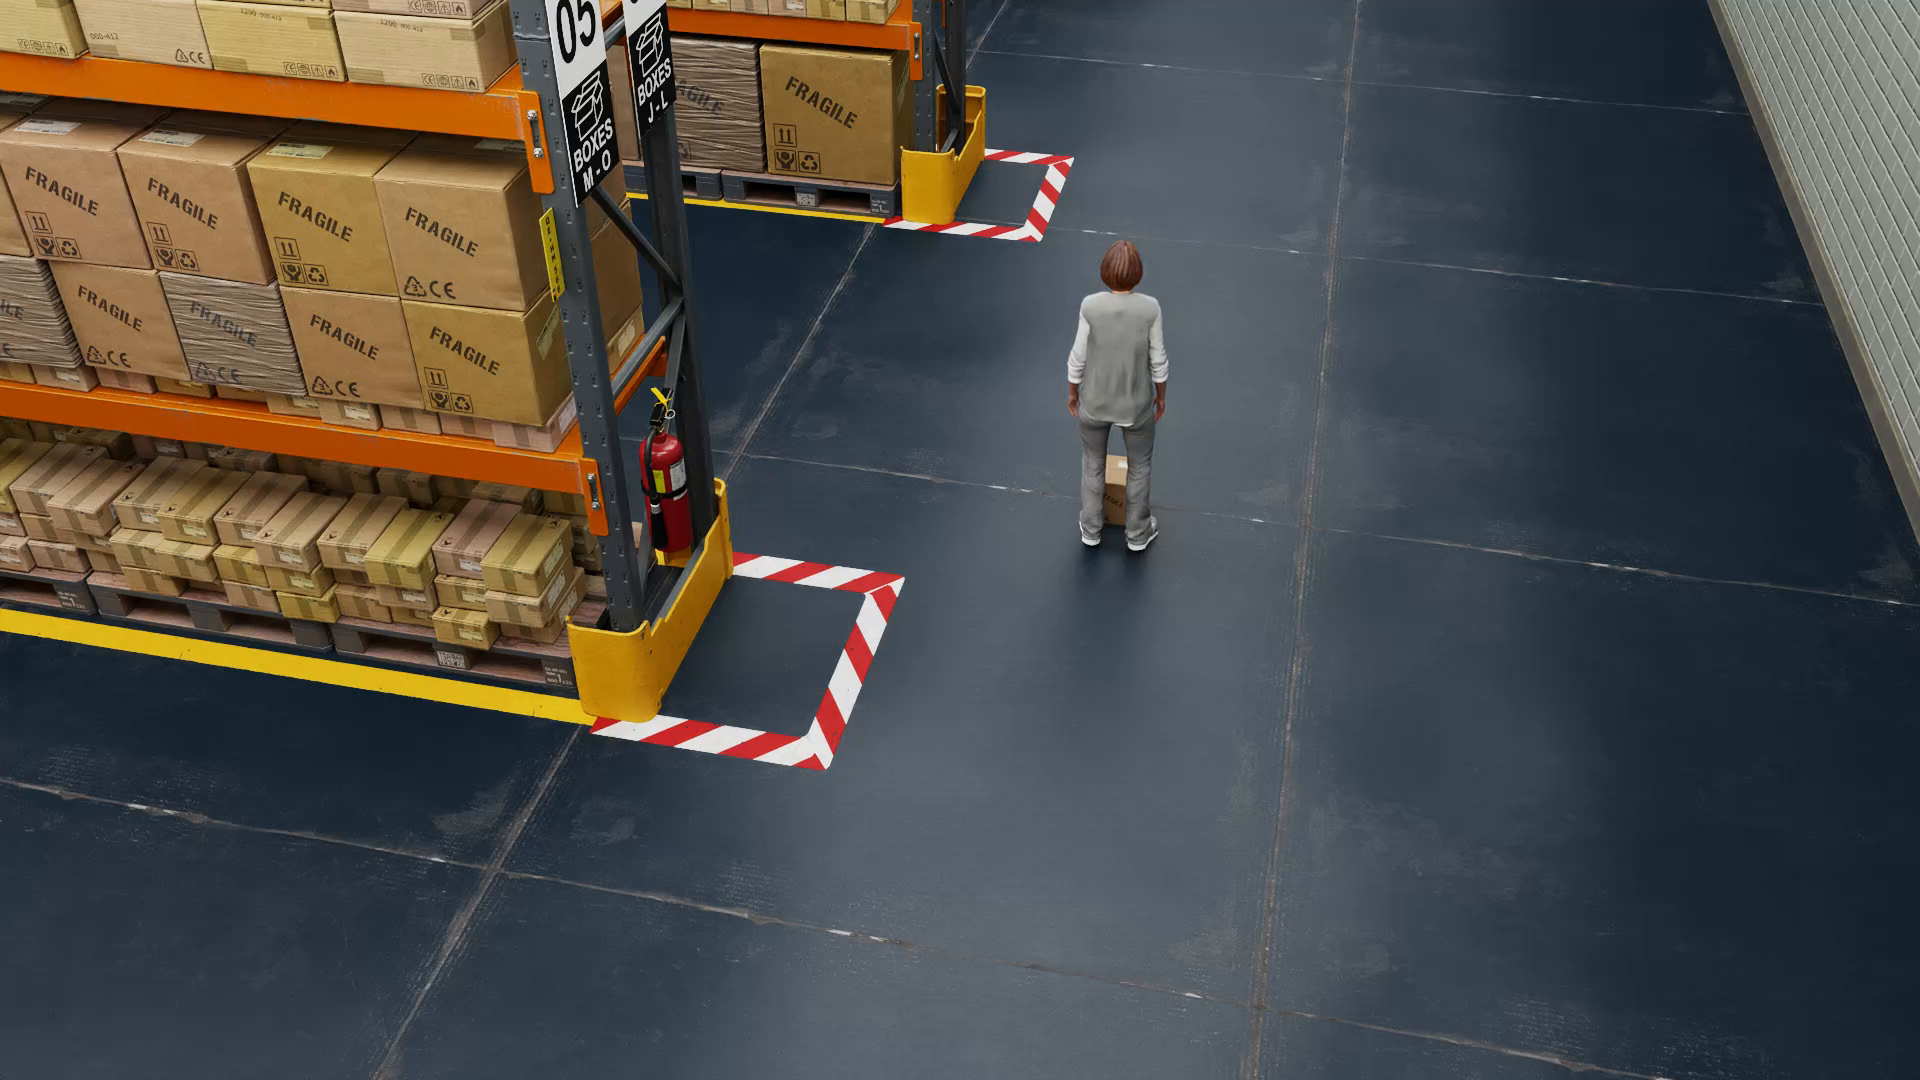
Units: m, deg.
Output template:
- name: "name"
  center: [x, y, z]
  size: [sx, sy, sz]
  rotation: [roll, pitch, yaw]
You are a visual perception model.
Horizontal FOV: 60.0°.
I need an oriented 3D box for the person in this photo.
- name: "person"
  center: [0.742, -0.646, 7.825]
  size: [0.485, 1.594, 0.341]
  rotation: [6, 37, 7]
